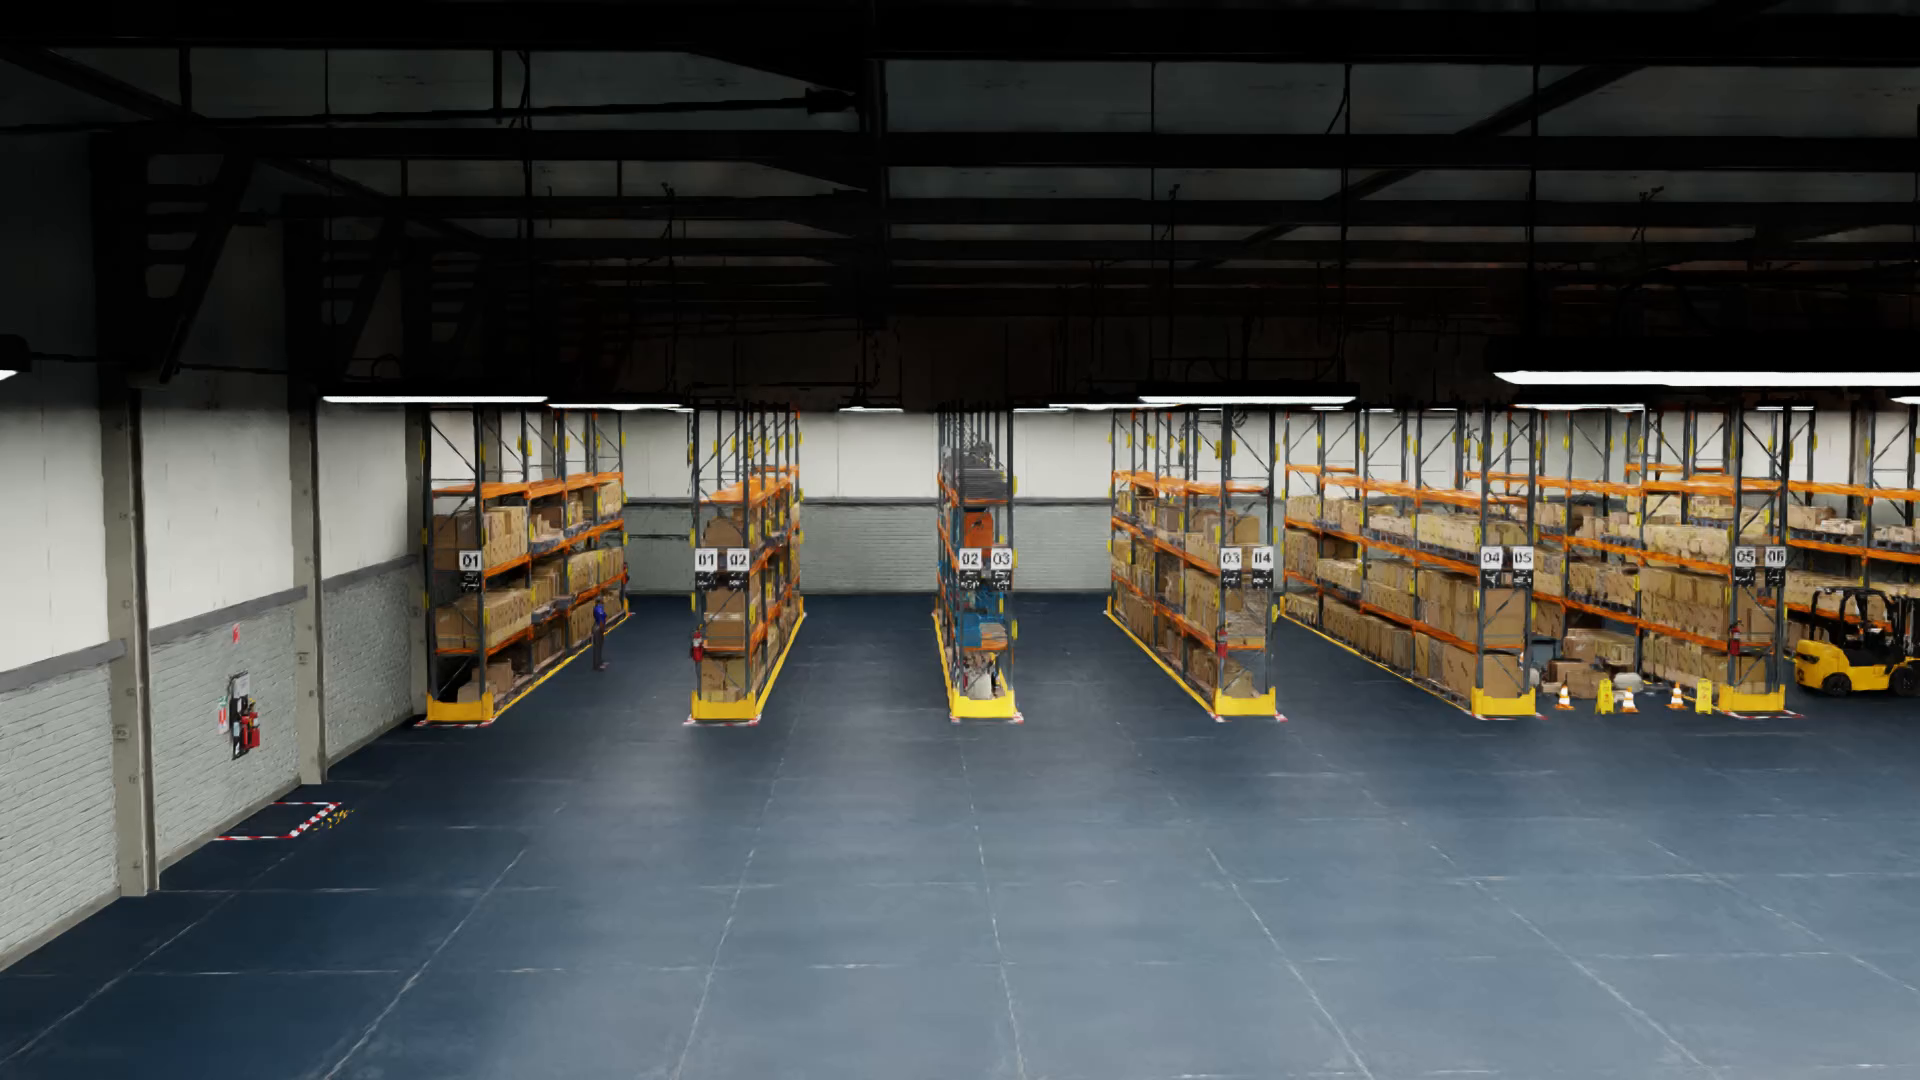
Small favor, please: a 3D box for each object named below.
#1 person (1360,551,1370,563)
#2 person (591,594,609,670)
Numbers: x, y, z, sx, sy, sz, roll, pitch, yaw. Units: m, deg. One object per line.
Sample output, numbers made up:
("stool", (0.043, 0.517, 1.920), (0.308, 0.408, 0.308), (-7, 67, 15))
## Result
("person", (11.950, 1.108, 49.000), (0.442, 1.782, 0.657), (-2, 5, -29))
("person", (-8.055, 2.051, 37.279), (0.440, 1.666, 0.550), (-2, 5, -26))
